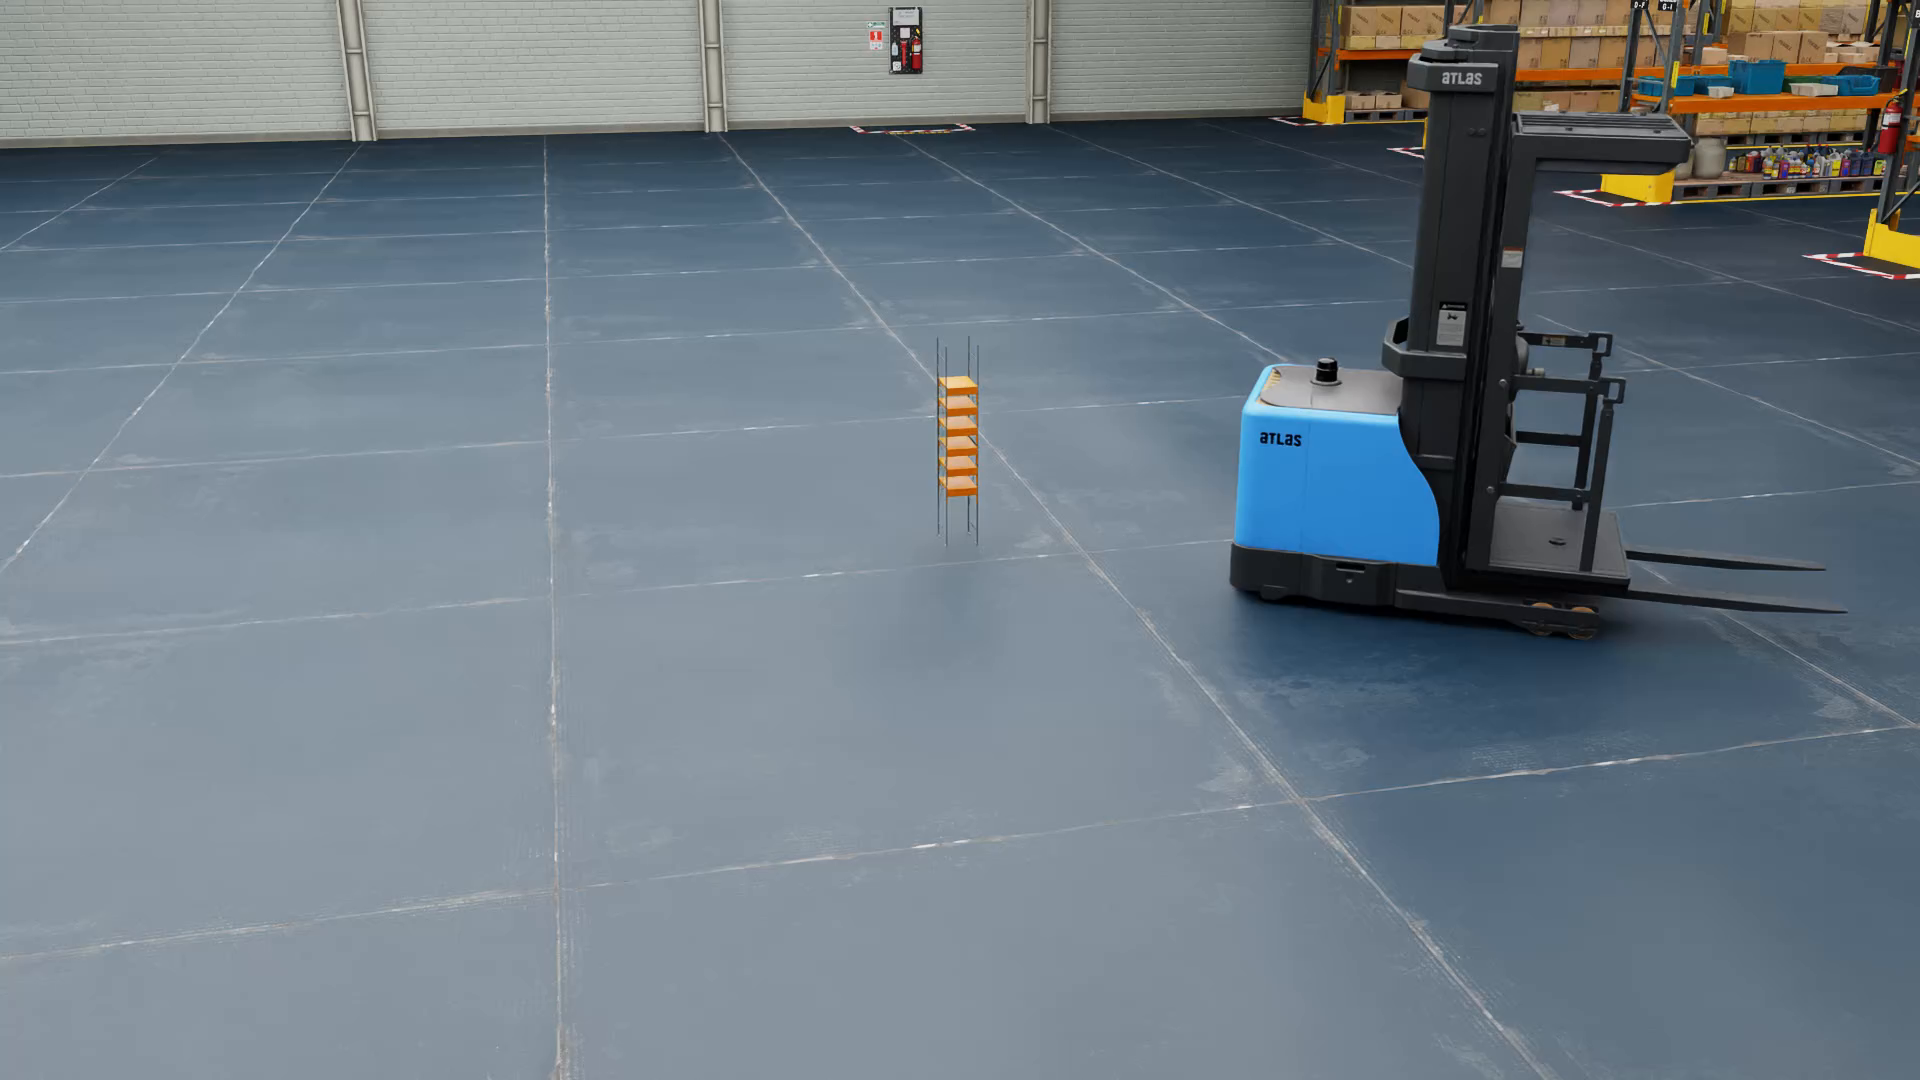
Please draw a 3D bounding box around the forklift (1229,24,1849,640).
[{"bbox_3d":[3.030,-1.073,8.484,3.031,2.935,1.130,6,21,16],"label":"forklift"}]

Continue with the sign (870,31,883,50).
[{"bbox_3d":[-1.522,-9.062,30.141,0.234,0.329,0.001,-5,21,-12],"label":"sign"}]

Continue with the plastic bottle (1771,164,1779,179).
[{"bbox_3d":[11.027,-4.991,22.508,0.097,0.201,0.097,0,20,0],"label":"plastic bottle"}]

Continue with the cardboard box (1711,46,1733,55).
[{"bbox_3d":[12.660,-8.094,27.746,0.258,0.266,0.396,-5,21,-14],"label":"cardboard box"}]

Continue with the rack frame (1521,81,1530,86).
[{"bbox_3d":[10.703,-9.684,31.891,0.127,3.000,1.000,-5,21,-12],"label":"rack frame"}]

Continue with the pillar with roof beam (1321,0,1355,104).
[{"bbox_3d":[8.283,-11.089,27.002,0.400,9.000,9.100,-5,21,-12],"label":"pillar with roof beam"}]

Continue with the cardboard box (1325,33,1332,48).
[{"bbox_3d":[7.221,-9.408,31.327,0.500,0.250,0.500,-4,21,-12],"label":"cardboard box"}]

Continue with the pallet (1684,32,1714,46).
[{"bbox_3d":[13.927,-9.819,32.537,1.003,0.211,1.213,-5,21,-12],"label":"pallet"}]

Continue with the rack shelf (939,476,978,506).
[{"bbox_3d":[-0.014,-0.295,9.703,0.180,0.103,0.258,-5,21,-12],"label":"rack shelf"}]

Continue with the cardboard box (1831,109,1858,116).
[{"bbox_3d":[14.782,-7.345,28.077,0.500,0.311,0.500,-5,21,-13],"label":"cardboard box"}]

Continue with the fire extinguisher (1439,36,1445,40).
[{"bbox_3d":[7.732,-7.820,26.913,0.183,0.674,0.296,-5,21,-12],"label":"fire extinguisher"}]

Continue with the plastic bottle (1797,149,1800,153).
[{"bbox_3d":[11.748,-5.360,23.396,0.133,0.283,0.061,-4,20,-10],"label":"plastic bottle"}]

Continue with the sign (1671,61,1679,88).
[{"bbox_3d":[9.212,-5.997,21.422,0.005,0.325,0.100,-5,21,-12],"label":"sign"}]

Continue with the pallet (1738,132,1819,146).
[{"bbox_3d":[13.744,-6.886,28.306,1.213,0.211,1.003,-5,21,-12],"label":"pallet"}]

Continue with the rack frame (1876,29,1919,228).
[{"bbox_3d":[10.230,-4.394,17.448,0.127,3.000,1.000,-5,21,-12],"label":"rack frame"}]

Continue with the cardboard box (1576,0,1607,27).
[{"bbox_3d":[9.951,-8.526,26.697,0.500,0.500,0.700,-5,21,-12],"label":"cardboard box"}]

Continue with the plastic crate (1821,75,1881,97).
[{"bbox_3d":[11.968,-6.120,22.376,0.616,0.251,0.499,-5,21,-12],"label":"plastic crate"}]

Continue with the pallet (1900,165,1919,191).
[{"bbox_3d":[13.738,-5.134,23.523,1.213,0.211,1.003,-5,21,-12],"label":"pallet"}]

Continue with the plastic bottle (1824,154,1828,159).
[{"bbox_3d":[11.873,-5.143,22.804,0.133,0.283,0.061,-5,21,-12],"label":"plastic bottle"}]

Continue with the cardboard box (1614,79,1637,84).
[{"bbox_3d":[12.902,-8.909,32.768,0.500,0.500,0.700,-5,21,-13],"label":"cardboard box"}]

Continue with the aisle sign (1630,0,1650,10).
[{"bbox_3d":[8.952,-7.366,21.782,0.004,0.787,0.394,-5,21,-12],"label":"aisle sign"}]

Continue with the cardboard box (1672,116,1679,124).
[{"bbox_3d":[12.183,-7.062,28.120,0.500,0.250,0.500,-5,21,-13],"label":"cardboard box"}]

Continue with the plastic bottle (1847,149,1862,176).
[{"bbox_3d":[12.236,-5.168,22.774,0.185,0.351,0.144,-6,21,-15],"label":"plastic bottle"}]

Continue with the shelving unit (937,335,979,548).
[{"bbox_3d":[-0.014,-0.562,9.605,0.189,1.200,0.258,-5,21,-12],"label":"shelving unit"}]

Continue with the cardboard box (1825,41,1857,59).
[{"bbox_3d":[14.824,-8.295,28.228,0.500,0.311,0.500,-5,21,-13],"label":"cardboard box"}]

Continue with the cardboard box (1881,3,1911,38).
[{"bbox_3d":[19.020,-10.496,33.670,0.700,0.700,0.980,-4,21,-12],"label":"cardboard box"}]

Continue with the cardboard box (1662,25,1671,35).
[{"bbox_3d":[11.390,-8.266,26.930,0.250,0.149,0.380,-5,21,-14],"label":"cardboard box"}]

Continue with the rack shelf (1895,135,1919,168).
[{"bbox_3d":[12.176,-4.214,18.003,4.000,0.370,1.077,-5,21,-12],"label":"rack shelf"}]

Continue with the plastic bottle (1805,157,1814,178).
[{"bbox_3d":[11.554,-5.067,22.614,0.097,0.271,0.097,0,20,0],"label":"plastic bottle"}]

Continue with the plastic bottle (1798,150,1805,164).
[{"bbox_3d":[11.784,-5.329,23.329,0.097,0.271,0.097,0,20,0],"label":"plastic bottle"}]

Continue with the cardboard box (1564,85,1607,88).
[{"bbox_3d":[10.350,-7.273,27.606,0.500,0.500,0.500,-5,21,-12],"label":"cardboard box"}]

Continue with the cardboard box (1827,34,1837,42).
[{"bbox_3d":[17.225,-10.016,33.133,0.250,0.149,0.380,-5,21,-12],"label":"cardboard box"}]

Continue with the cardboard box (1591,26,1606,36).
[{"bbox_3d":[10.137,-8.163,26.648,0.250,0.149,0.380,-4,20,-11],"label":"cardboard box"}]

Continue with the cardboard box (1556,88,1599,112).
[{"bbox_3d":[9.987,-7.054,27.007,0.500,0.500,0.500,-5,21,-12],"label":"cardboard box"}]

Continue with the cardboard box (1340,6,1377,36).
[{"bbox_3d":[7.344,-9.596,30.748,0.500,0.500,0.500,-5,21,-12],"label":"cardboard box"}]

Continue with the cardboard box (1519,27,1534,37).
[{"bbox_3d":[8.885,-8.061,26.372,0.250,0.149,0.380,-5,21,-12],"label":"cardboard box"}]

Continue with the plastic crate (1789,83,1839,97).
[{"bbox_3d":[11.461,-6.031,22.301,0.437,0.136,0.530,-5,21,-12],"label":"plastic crate"}]

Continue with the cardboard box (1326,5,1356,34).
[{"bbox_3d":[7.220,-9.767,31.216,0.500,0.500,0.500,-5,21,-13],"label":"cardboard box"}]

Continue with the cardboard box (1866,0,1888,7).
[{"bbox_3d":[18.093,-10.743,33.084,0.500,0.250,0.500,-4,21,-11],"label":"cardboard box"}]

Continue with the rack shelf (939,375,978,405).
[{"bbox_3d":[-0.014,-0.859,9.497,0.180,0.103,0.258,-5,21,-12],"label":"rack shelf"}]

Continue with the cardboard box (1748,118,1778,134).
[{"bbox_3d":[13.297,-6.963,27.850,0.500,0.250,0.500,-5,21,-14],"label":"cardboard box"}]

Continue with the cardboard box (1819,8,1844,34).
[{"bbox_3d":[17.112,-10.312,32.997,0.500,0.500,0.500,-5,21,-12],"label":"cardboard box"}]

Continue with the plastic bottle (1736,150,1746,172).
[{"bbox_3d":[10.886,-5.290,23.204,0.133,0.283,0.061,-4,21,-11],"label":"plastic bottle"}]

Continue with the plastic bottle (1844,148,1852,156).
[{"bbox_3d":[12.572,-5.415,23.563,0.097,0.271,0.097,0,20,0],"label":"plastic bottle"}]

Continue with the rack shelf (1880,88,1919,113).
[{"bbox_3d":[14.929,-6.189,23.394,4.000,0.370,1.077,-5,21,-12],"label":"rack shelf"}]

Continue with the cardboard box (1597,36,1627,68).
[{"bbox_3d":[10.415,-7.954,27.021,0.500,0.500,0.700,-4,21,-12],"label":"cardboard box"}]

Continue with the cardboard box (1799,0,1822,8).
[{"bbox_3d":[16.601,-10.625,32.761,0.500,0.250,0.500,-5,21,-14],"label":"cardboard box"}]

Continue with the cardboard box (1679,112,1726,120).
[{"bbox_3d":[12.306,-7.145,27.531,0.500,0.311,0.500,-5,21,-12],"label":"cardboard box"}]
